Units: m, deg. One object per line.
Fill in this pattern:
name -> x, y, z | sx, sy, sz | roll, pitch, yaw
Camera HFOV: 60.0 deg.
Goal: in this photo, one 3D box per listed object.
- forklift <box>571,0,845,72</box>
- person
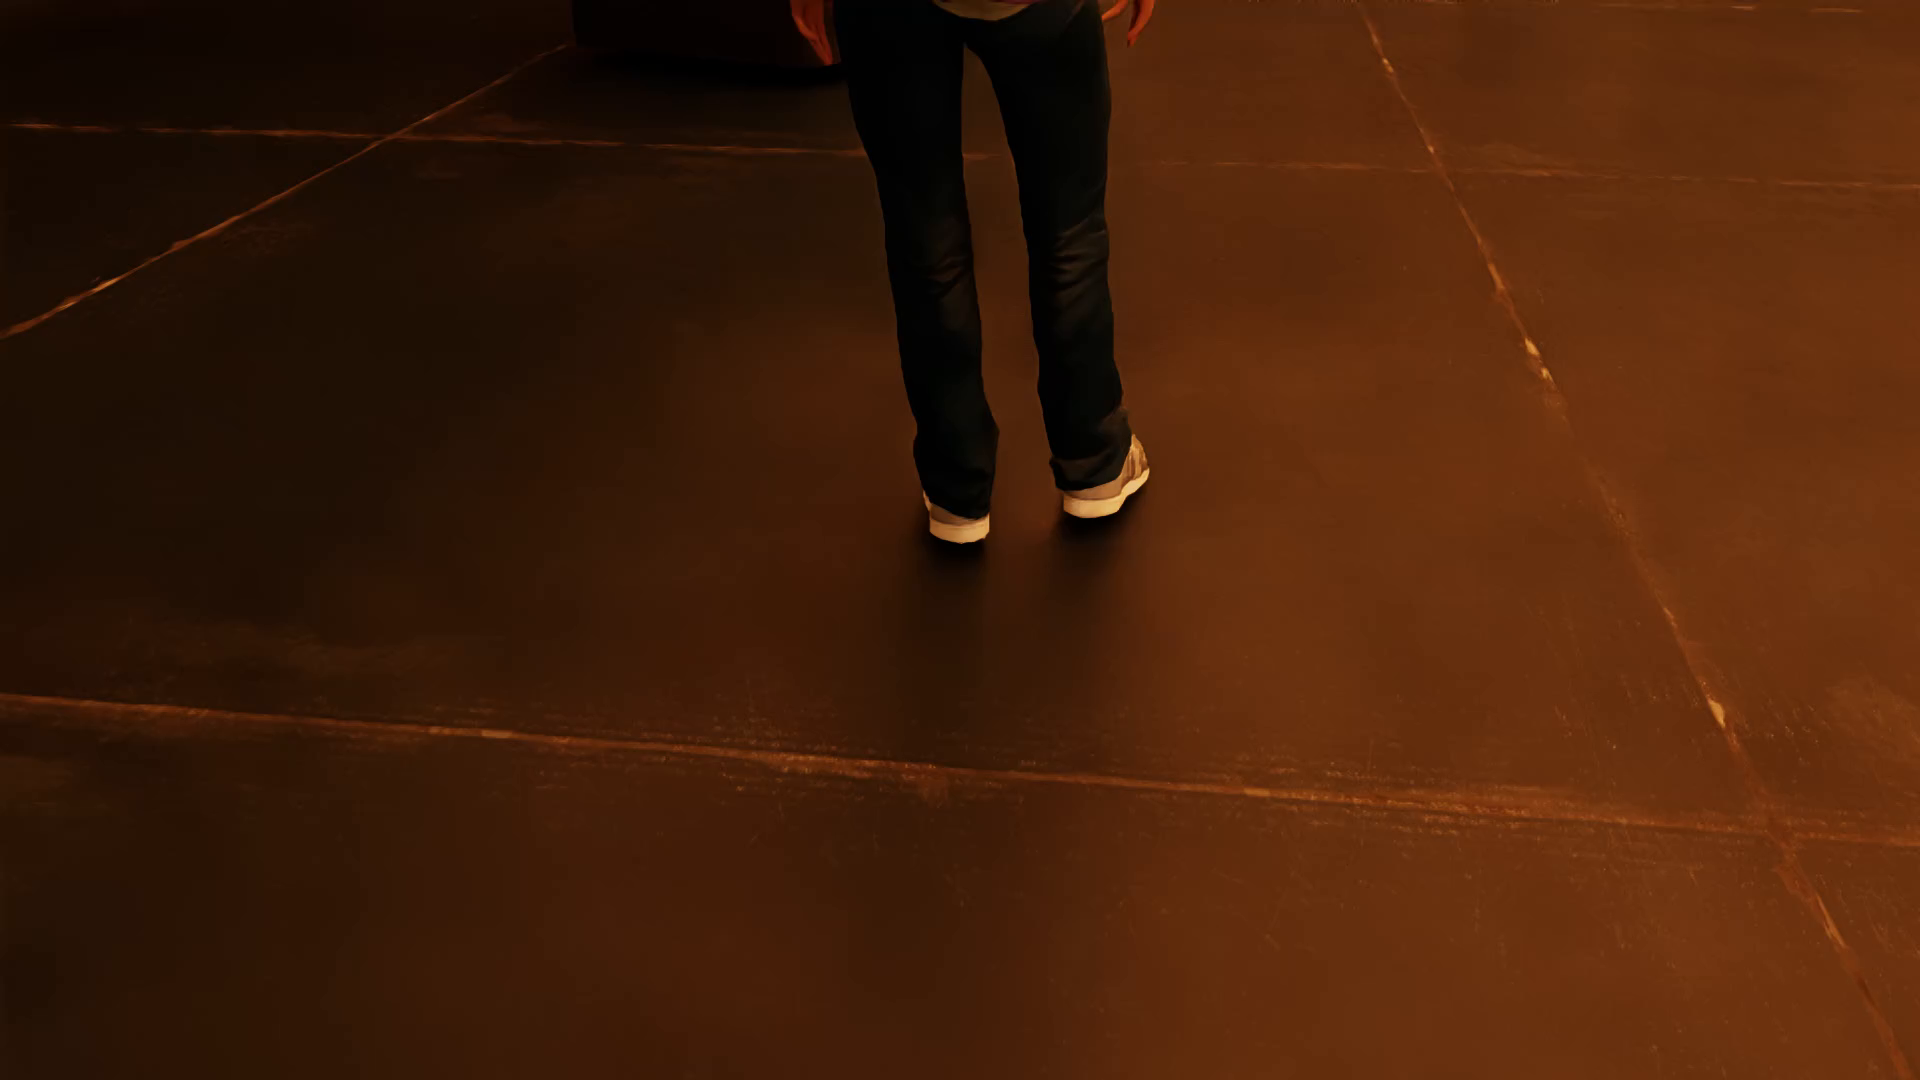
forklift -> -0.225, -3.477, 6.187 | 1.130, 2.935, 3.031 | 13, 29, 24
person -> 0.024, -0.753, 2.205 | 0.520, 1.597, 0.474 | 3, 27, 7
